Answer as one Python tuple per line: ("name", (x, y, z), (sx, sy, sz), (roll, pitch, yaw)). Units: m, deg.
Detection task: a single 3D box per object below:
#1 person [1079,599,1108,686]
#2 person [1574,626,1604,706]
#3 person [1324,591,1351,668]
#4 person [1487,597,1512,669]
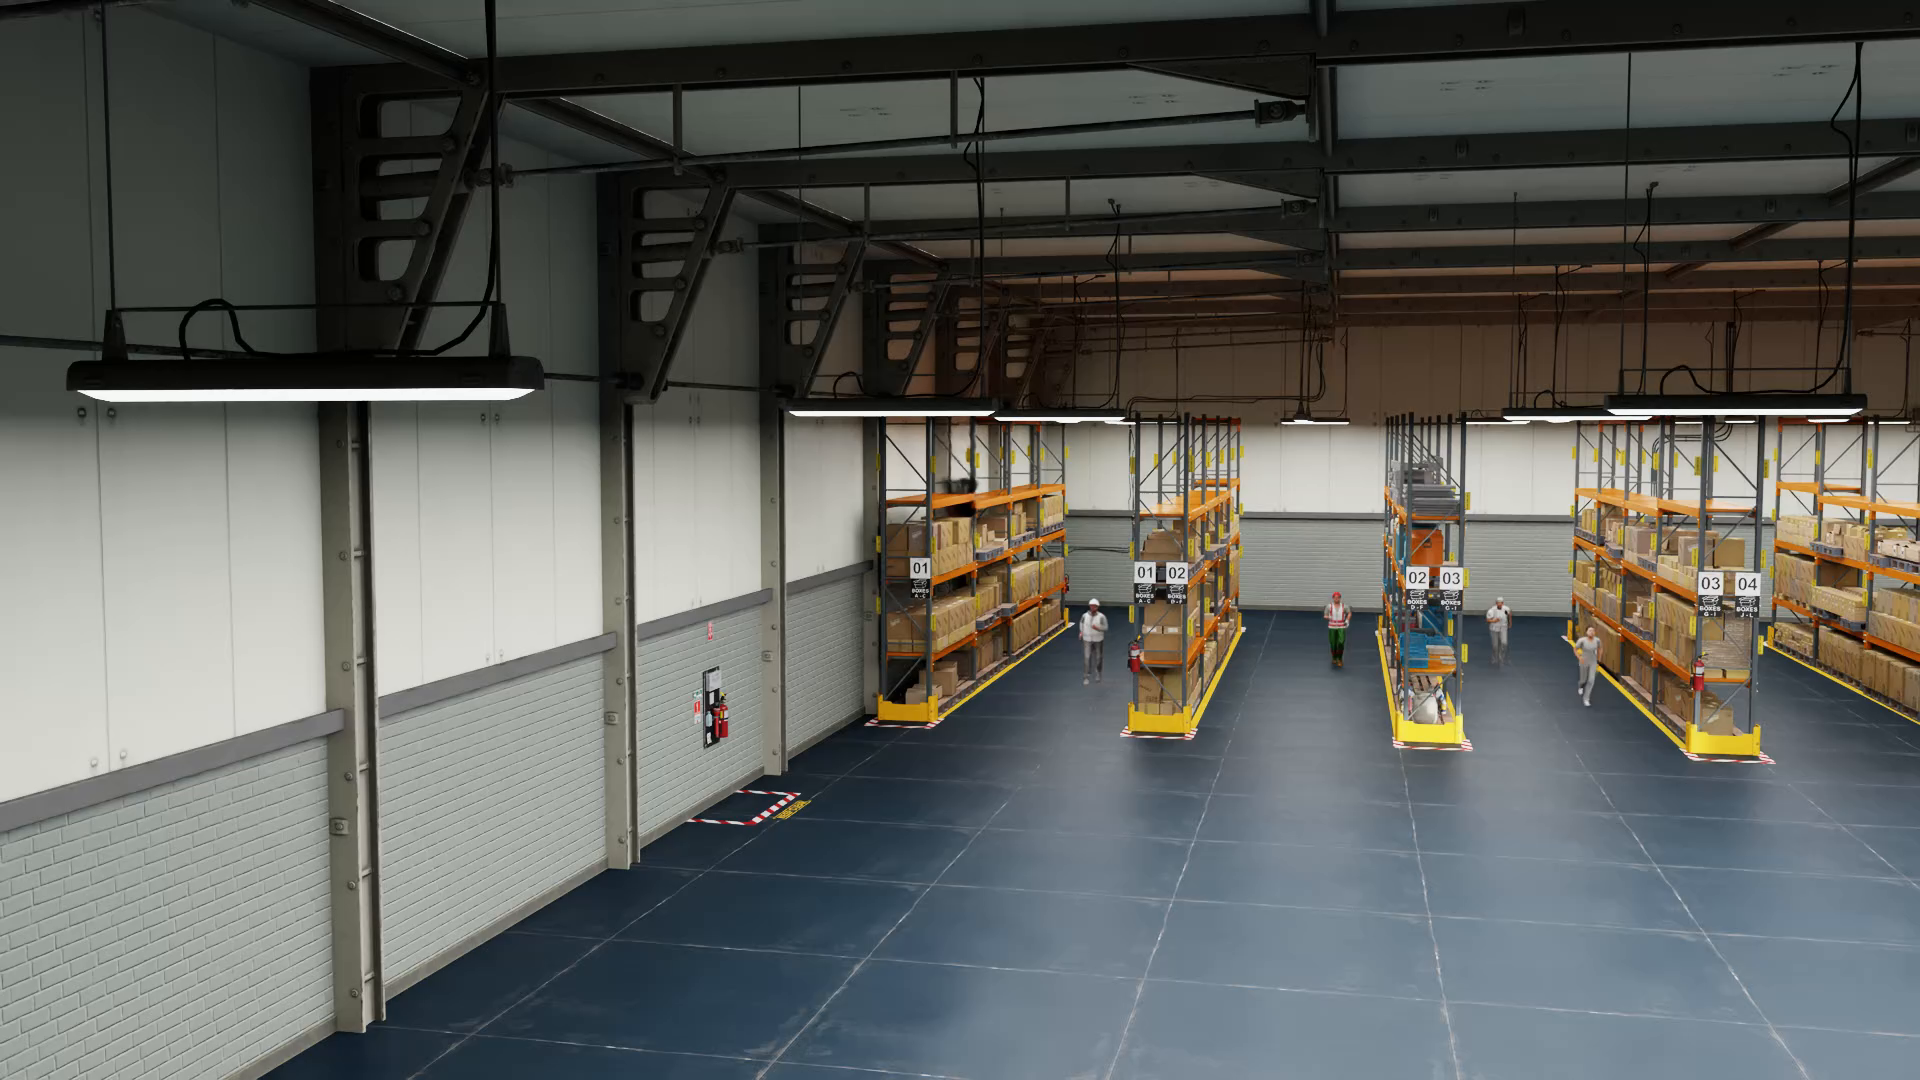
("person", (2.806, 2.160, 35.168), (0.658, 1.810, 0.886), (1, 4, 15))
("person", (13.039, 2.585, 34.484), (0.585, 1.638, 0.668), (0, 4, 7))
("person", (9.012, 2.142, 39.751), (0.631, 1.823, 0.711), (1, 4, 14))
("person", (12.921, 2.211, 39.870), (0.627, 1.712, 0.855), (0, 4, 6))
